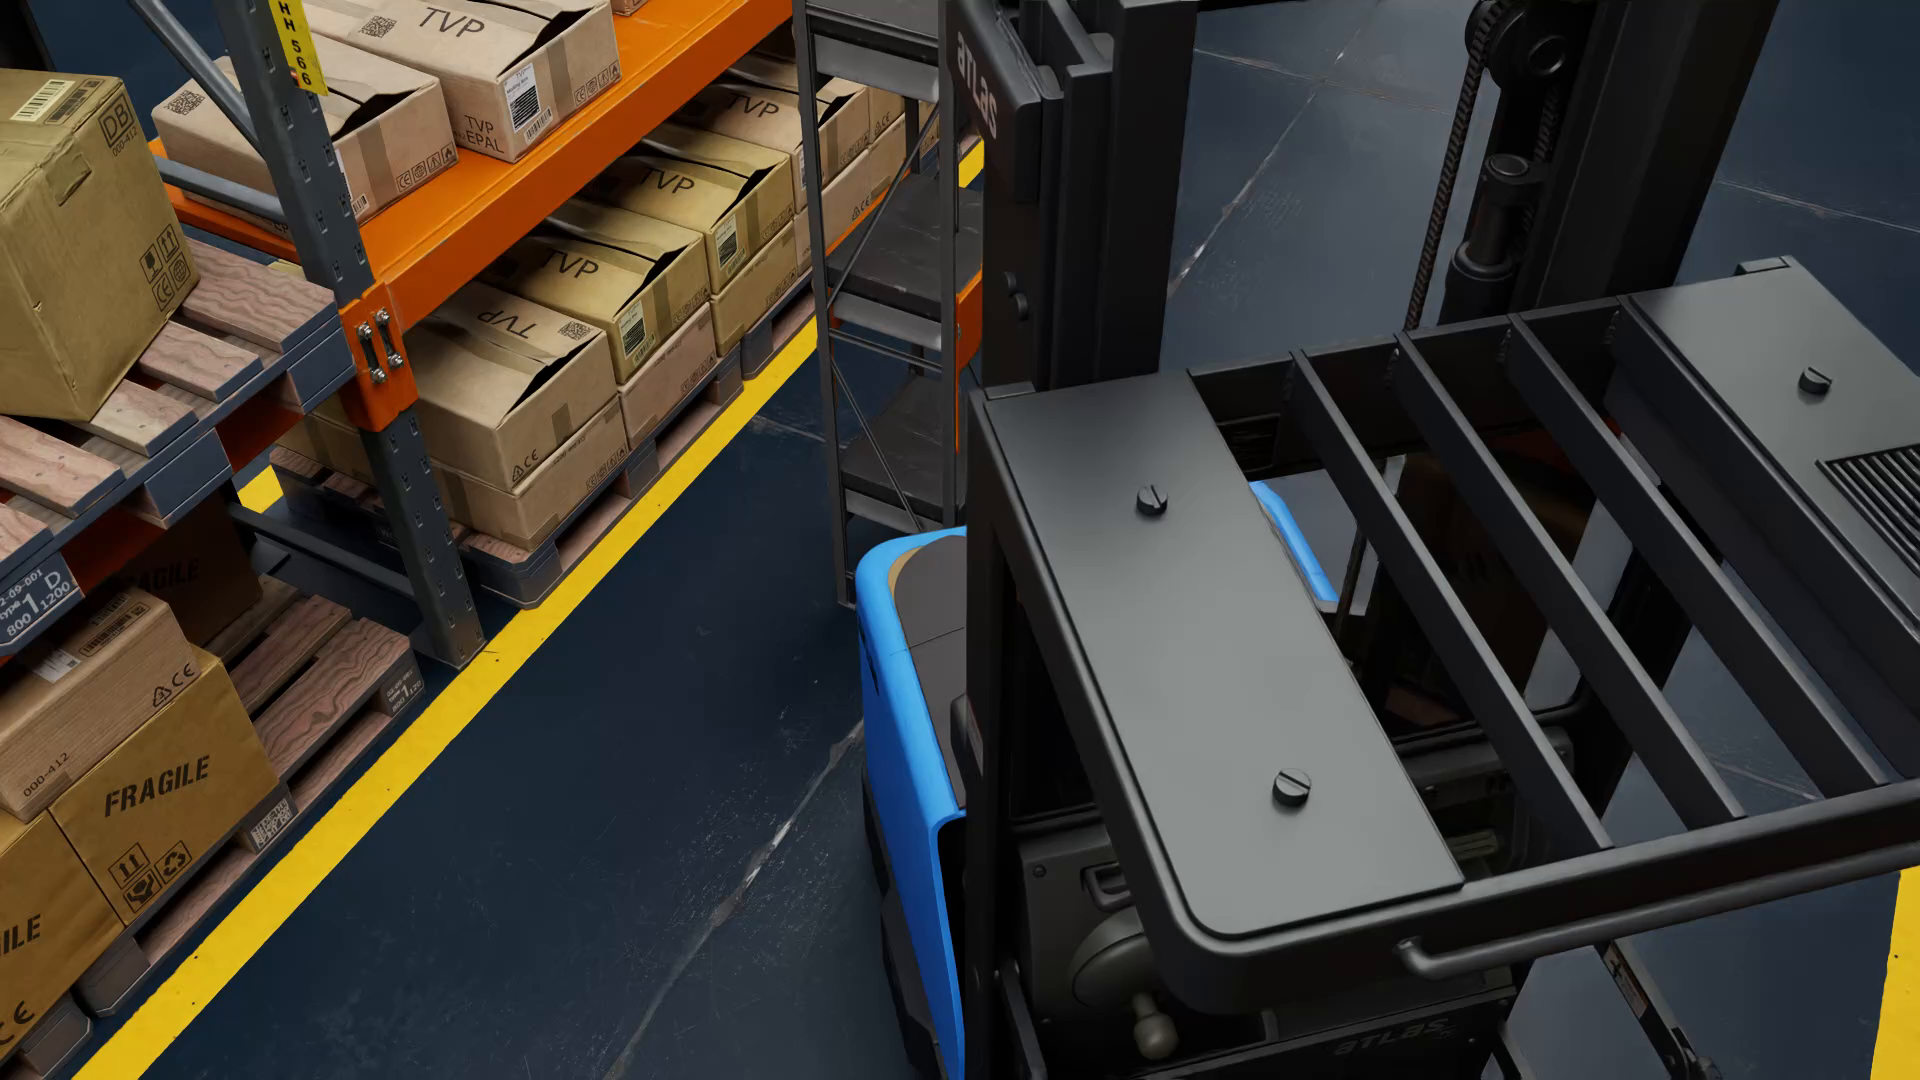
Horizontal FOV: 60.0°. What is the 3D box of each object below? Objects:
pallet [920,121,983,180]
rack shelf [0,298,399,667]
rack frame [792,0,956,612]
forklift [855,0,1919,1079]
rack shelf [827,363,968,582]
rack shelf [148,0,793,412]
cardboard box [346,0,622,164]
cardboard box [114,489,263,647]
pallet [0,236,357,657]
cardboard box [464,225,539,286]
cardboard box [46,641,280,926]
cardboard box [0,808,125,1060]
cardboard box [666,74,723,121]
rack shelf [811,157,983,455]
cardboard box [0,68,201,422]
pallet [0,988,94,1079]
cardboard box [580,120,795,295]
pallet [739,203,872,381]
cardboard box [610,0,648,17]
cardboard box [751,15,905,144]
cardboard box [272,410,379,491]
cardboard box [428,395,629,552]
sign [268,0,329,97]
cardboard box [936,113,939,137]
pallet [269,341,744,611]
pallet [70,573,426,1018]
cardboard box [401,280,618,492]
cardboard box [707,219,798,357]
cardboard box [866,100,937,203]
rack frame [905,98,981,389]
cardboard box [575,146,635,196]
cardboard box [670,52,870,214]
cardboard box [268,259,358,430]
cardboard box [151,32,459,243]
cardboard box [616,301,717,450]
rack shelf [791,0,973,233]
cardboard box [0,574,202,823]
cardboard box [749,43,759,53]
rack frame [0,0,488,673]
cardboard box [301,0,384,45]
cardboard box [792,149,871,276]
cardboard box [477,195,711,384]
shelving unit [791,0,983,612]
[{"bbox_3d":[-0.325,-1.933,7.012,1.003,0.211,1.213,20,49,19],"label":"pallet"},{"bbox_3d":[-2.803,0.643,3.012,1.077,0.370,4.000,20,49,19],"label":"rack shelf"},{"bbox_3d":[-0.190,-0.480,4.248,0.400,2.100,0.015,20,49,19],"label":"rack frame"},{"bbox_3d":[0.609,0.665,2.532,1.130,2.935,3.031,-10,46,-10],"label":"forklift"},{"bbox_3d":[-0.077,-0.132,4.908,0.431,0.518,0.480,20,49,19],"label":"rack shelf"},{"bbox_3d":[-0.946,-1.877,5.502,1.077,0.370,4.000,20,49,19],"label":"rack shelf"},{"bbox_3d":[-1.288,-1.338,4.527,0.500,0.311,0.500,20,49,19],"label":"cardboard box"},{"bbox_3d":[-2.339,0.046,4.544,0.500,0.500,0.500,22,49,21],"label":"cardboard box"},{"bbox_3d":[-2.127,-0.353,3.624,1.213,0.211,1.003,20,49,19],"label":"pallet"},{"bbox_3d":[-1.614,-0.989,5.363,0.500,0.311,0.500,20,49,18],"label":"cardboard box"},{"bbox_3d":[-2.101,0.520,4.075,0.500,0.500,0.500,22,49,21],"label":"cardboard box"},{"bbox_3d":[-2.342,0.846,3.753,0.500,0.500,0.500,19,48,18],"label":"cardboard box"},{"bbox_3d":[-1.143,-1.621,5.987,0.500,0.311,0.500,22,49,20],"label":"cardboard box"},{"bbox_3d":[-0.077,-0.624,4.410,0.431,0.518,0.480,20,49,19],"label":"rack shelf"},{"bbox_3d":[-2.067,-0.619,3.387,0.700,0.500,0.500,6,46,6],"label":"cardboard box"},{"bbox_3d":[-2.822,1.333,3.784,1.003,0.211,1.213,20,49,19],"label":"pallet"},{"bbox_3d":[-0.896,-1.136,5.507,0.500,0.311,0.500,19,48,18],"label":"cardboard box"},{"bbox_3d":[-0.891,-1.162,6.250,1.003,0.211,1.213,20,49,19],"label":"pallet"},{"bbox_3d":[-1.110,-1.968,5.016,0.500,0.500,0.500,18,48,17],"label":"cardboard box"},{"bbox_3d":[-0.422,-1.775,6.139,0.500,0.311,0.500,20,49,19],"label":"cardboard box"},{"bbox_3d":[-1.847,-0.463,5.237,0.500,0.250,0.500,22,49,20],"label":"cardboard box"},{"bbox_3d":[-1.372,-0.284,5.060,0.500,0.250,0.500,20,49,19],"label":"cardboard box"},{"bbox_3d":[-1.390,-1.076,3.446,0.100,0.325,0.005,20,49,19],"label":"sign"},{"bbox_3d":[-0.190,-1.896,6.653,0.500,0.250,0.500,20,49,18],"label":"cardboard box"},{"bbox_3d":[-1.458,-0.396,5.493,1.003,0.211,1.213,20,49,19],"label":"pallet"},{"bbox_3d":[-2.255,0.568,4.540,1.003,0.211,1.213,20,49,19],"label":"pallet"},{"bbox_3d":[-1.372,-0.481,4.861,0.500,0.311,0.500,22,49,20],"label":"cardboard box"},{"bbox_3d":[-0.903,-0.931,5.699,0.500,0.250,0.500,19,48,18],"label":"cardboard box"},{"bbox_3d":[-0.427,-1.574,6.334,0.500,0.250,0.500,21,49,20],"label":"cardboard box"},{"bbox_3d":[0.036,-0.788,4.552,0.400,2.100,0.015,20,49,19],"label":"rack frame"},{"bbox_3d":[-1.378,-1.306,5.676,0.500,0.311,0.500,20,49,19],"label":"cardboard box"},{"bbox_3d":[-0.658,-1.460,5.827,0.500,0.311,0.500,20,49,19],"label":"cardboard box"},{"bbox_3d":[-1.850,-0.660,5.037,0.500,0.311,0.500,22,49,20],"label":"cardboard box"},{"bbox_3d":[-1.667,-1.054,4.245,0.500,0.311,0.500,23,50,21],"label":"cardboard box"},{"bbox_3d":[-1.139,-0.601,5.373,0.500,0.250,0.500,19,48,18],"label":"cardboard box"},{"bbox_3d":[-0.077,-1.116,3.912,0.431,0.518,0.480,20,49,19],"label":"rack shelf"},{"bbox_3d":[-2.124,0.294,3.772,0.500,0.250,0.500,22,49,21],"label":"cardboard box"},{"bbox_3d":[-0.907,-1.950,6.312,0.500,0.311,0.500,19,48,18],"label":"cardboard box"},{"bbox_3d":[-1.875,-0.870,4.001,1.000,3.000,0.127,20,49,19],"label":"rack frame"},{"bbox_3d":[-1.702,-1.440,4.741,0.380,0.149,0.250,20,49,19],"label":"cardboard box"},{"bbox_3d":[-0.665,-1.254,6.018,0.500,0.250,0.500,21,49,20],"label":"cardboard box"},{"bbox_3d":[-1.135,-0.815,5.190,0.500,0.311,0.500,19,48,18],"label":"cardboard box"},{"bbox_3d":[-0.077,-0.634,4.400,0.431,2.100,0.503,20,49,19],"label":"shelving unit"}]
